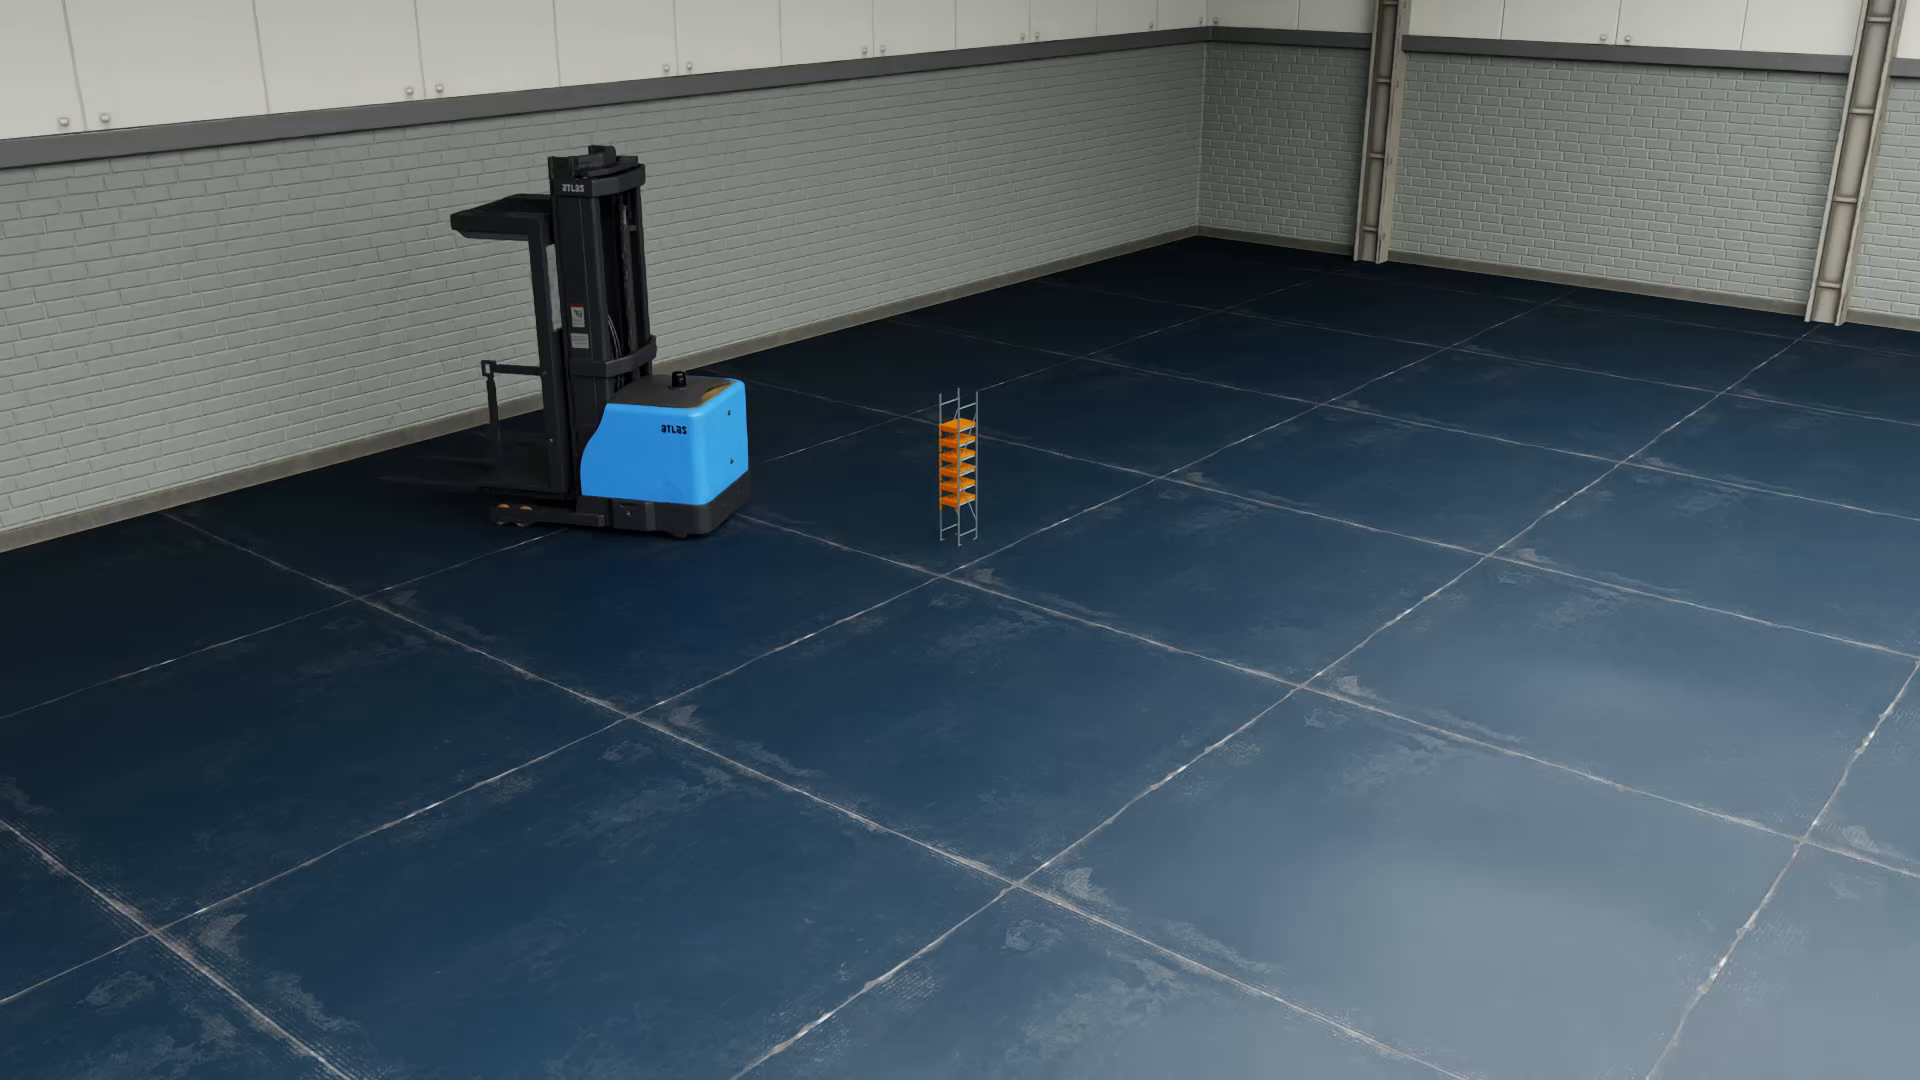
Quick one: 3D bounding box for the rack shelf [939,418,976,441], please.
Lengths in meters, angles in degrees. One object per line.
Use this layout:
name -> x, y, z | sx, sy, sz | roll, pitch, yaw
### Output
rack shelf -> -0.011, -0.860, 12.854 | 0.180, 0.103, 0.258 | 16, 26, 36

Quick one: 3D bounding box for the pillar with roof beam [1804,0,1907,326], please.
pillar with roof beam -> 7.798, -5.696, 15.518 | 0.400, 9.000, 9.100 | 16, 26, 36

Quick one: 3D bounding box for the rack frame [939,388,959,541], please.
rack frame -> -0.082, -0.585, 13.019 | 0.006, 1.200, 0.240 | 16, 26, 36

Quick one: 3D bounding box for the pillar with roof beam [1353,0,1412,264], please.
pillar with roof beam -> 3.149, -7.034, 19.068 | 0.400, 9.000, 9.100 | 16, 26, 36

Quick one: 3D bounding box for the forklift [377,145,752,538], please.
forklift -> -3.320, -1.652, 13.394 | 3.031, 2.935, 1.130 | 5, 21, 13

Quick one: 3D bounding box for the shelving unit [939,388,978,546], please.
shelving unit -> -0.011, -0.565, 12.965 | 0.189, 1.200, 0.258 | 16, 26, 36

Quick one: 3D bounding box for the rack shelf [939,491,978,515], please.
rack shelf -> -0.011, -0.298, 13.065 | 0.180, 0.103, 0.258 | 16, 26, 36

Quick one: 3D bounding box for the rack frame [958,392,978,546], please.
rack frame -> 0.060, -0.544, 12.911 | 0.006, 1.200, 0.240 | 16, 26, 36

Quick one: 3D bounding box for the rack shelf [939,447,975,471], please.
rack shelf -> -0.011, -0.635, 12.938 | 0.180, 0.103, 0.258 | 16, 26, 36

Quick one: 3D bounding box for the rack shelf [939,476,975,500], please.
rack shelf -> -0.011, -0.411, 13.023 | 0.180, 0.103, 0.258 | 16, 26, 36

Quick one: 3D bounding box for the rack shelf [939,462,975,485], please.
rack shelf -> -0.011, -0.523, 12.981 | 0.180, 0.103, 0.258 | 16, 26, 36

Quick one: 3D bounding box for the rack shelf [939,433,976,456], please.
rack shelf -> -0.011, -0.748, 12.896 | 0.180, 0.103, 0.258 | 16, 26, 36
